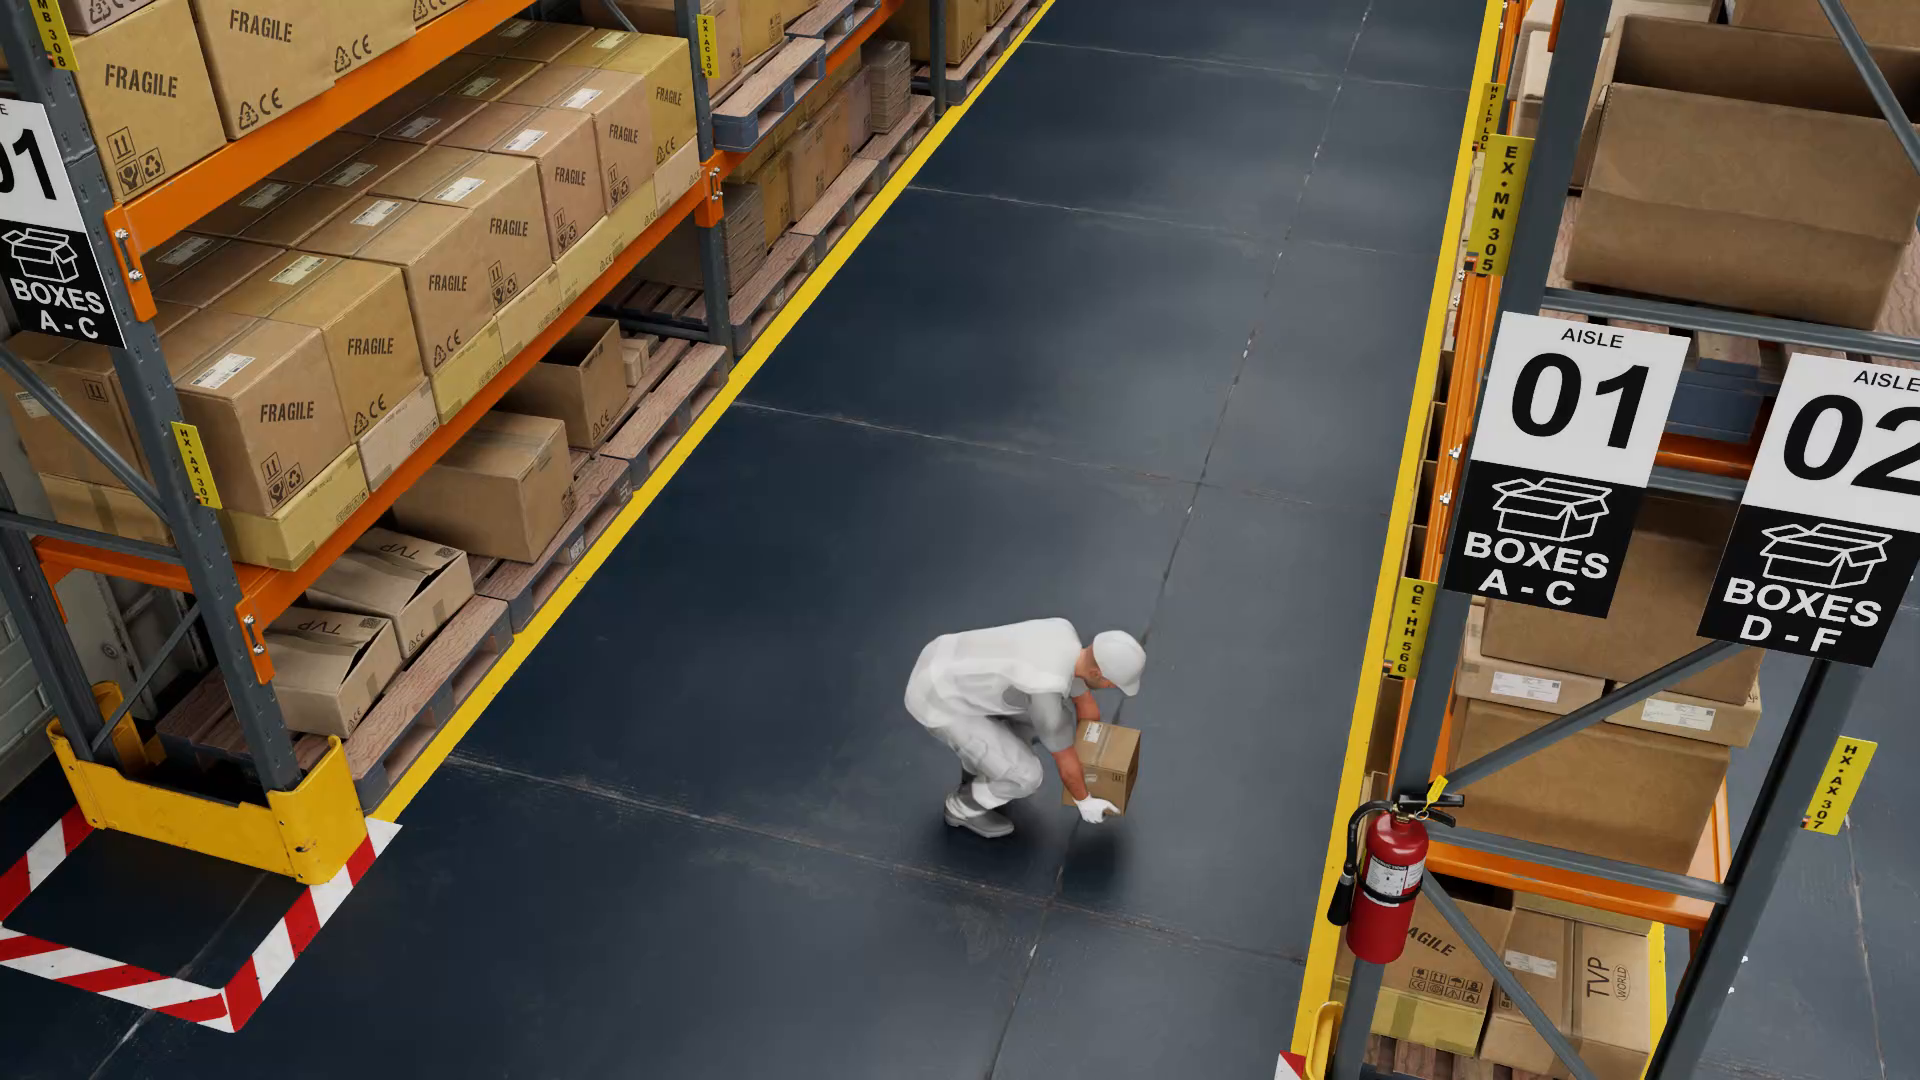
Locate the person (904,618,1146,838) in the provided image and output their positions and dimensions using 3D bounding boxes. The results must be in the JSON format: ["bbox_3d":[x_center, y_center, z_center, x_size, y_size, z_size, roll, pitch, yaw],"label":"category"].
[{"bbox_3d":[0.248,0.717,6.585,0.921,0.988,0.532,10,38,13],"label":"person"}]
